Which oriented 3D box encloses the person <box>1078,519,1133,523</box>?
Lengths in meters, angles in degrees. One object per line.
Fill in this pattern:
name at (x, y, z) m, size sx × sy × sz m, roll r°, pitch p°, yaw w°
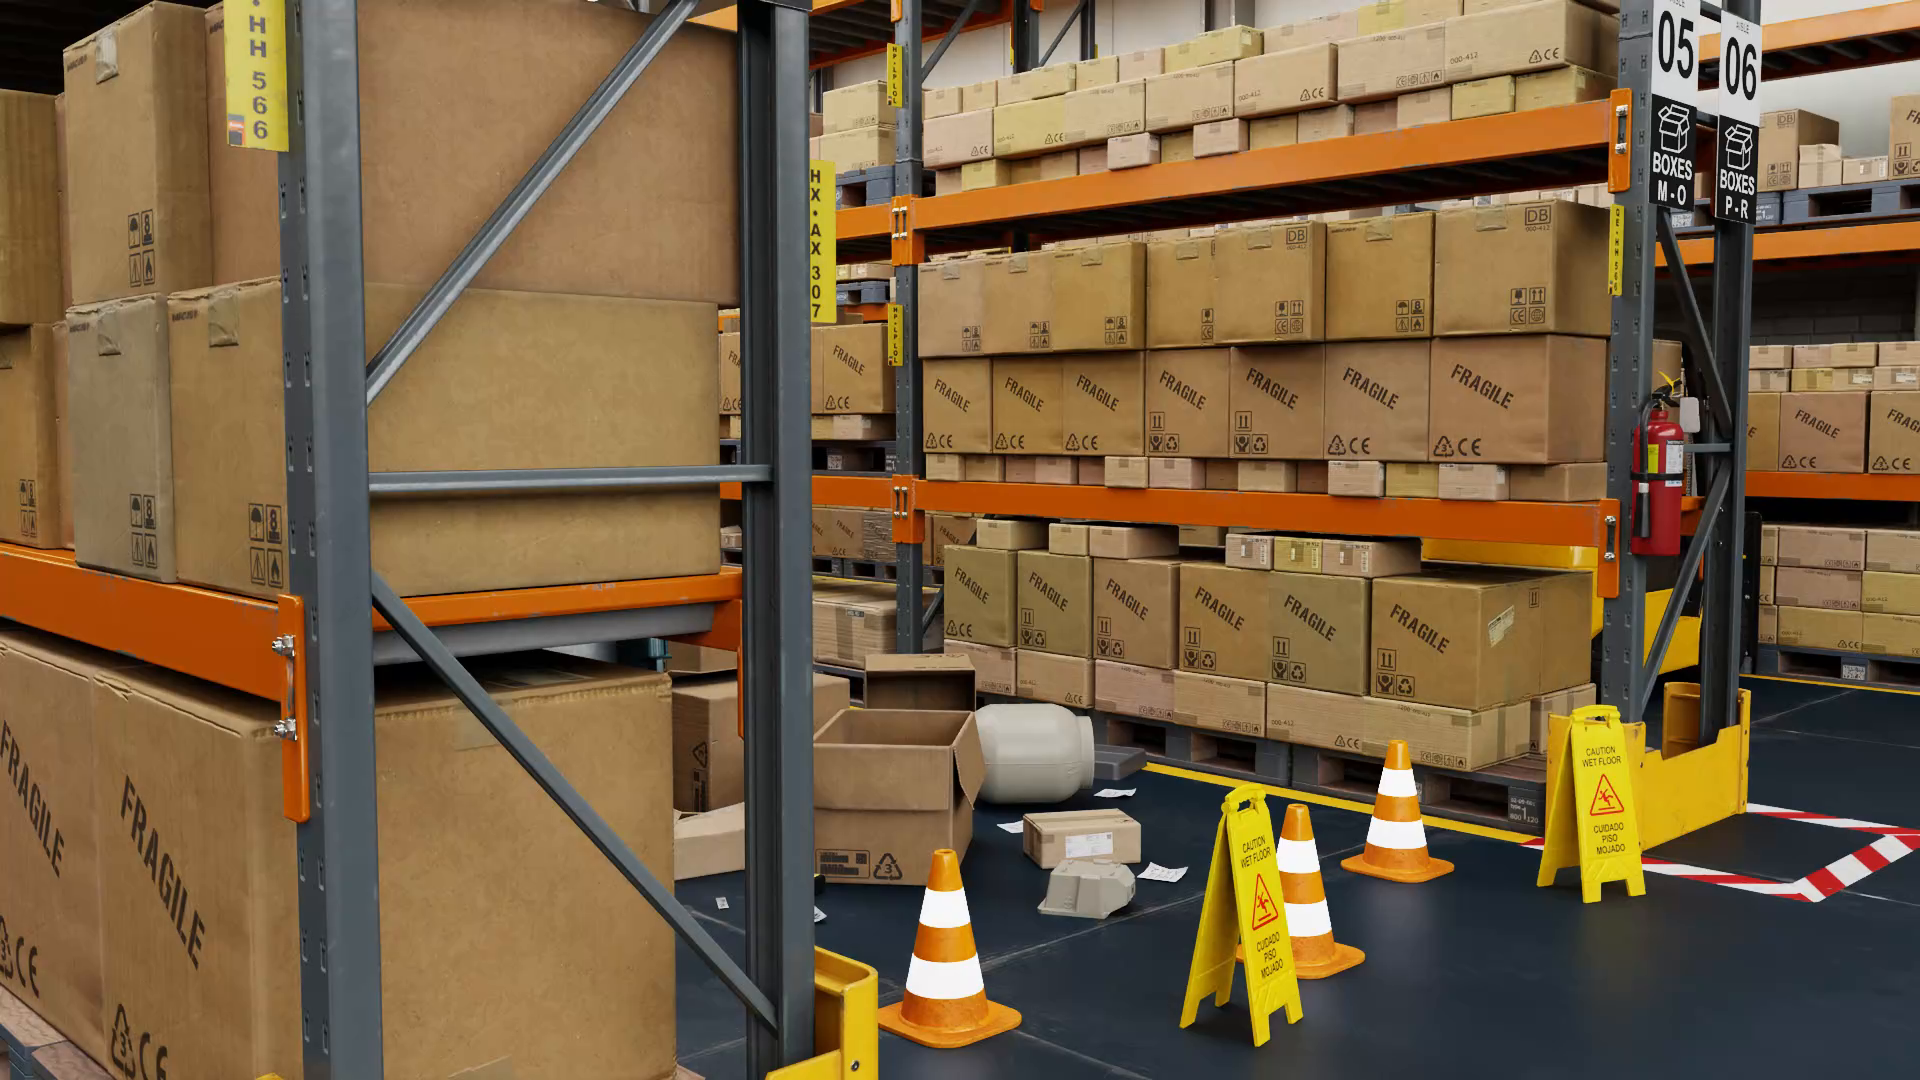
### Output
person at (1.031, -0.058, 11.680) m, size 0.527 × 1.680 × 0.441 m, roll 1°, pitch 4°, yaw 15°
